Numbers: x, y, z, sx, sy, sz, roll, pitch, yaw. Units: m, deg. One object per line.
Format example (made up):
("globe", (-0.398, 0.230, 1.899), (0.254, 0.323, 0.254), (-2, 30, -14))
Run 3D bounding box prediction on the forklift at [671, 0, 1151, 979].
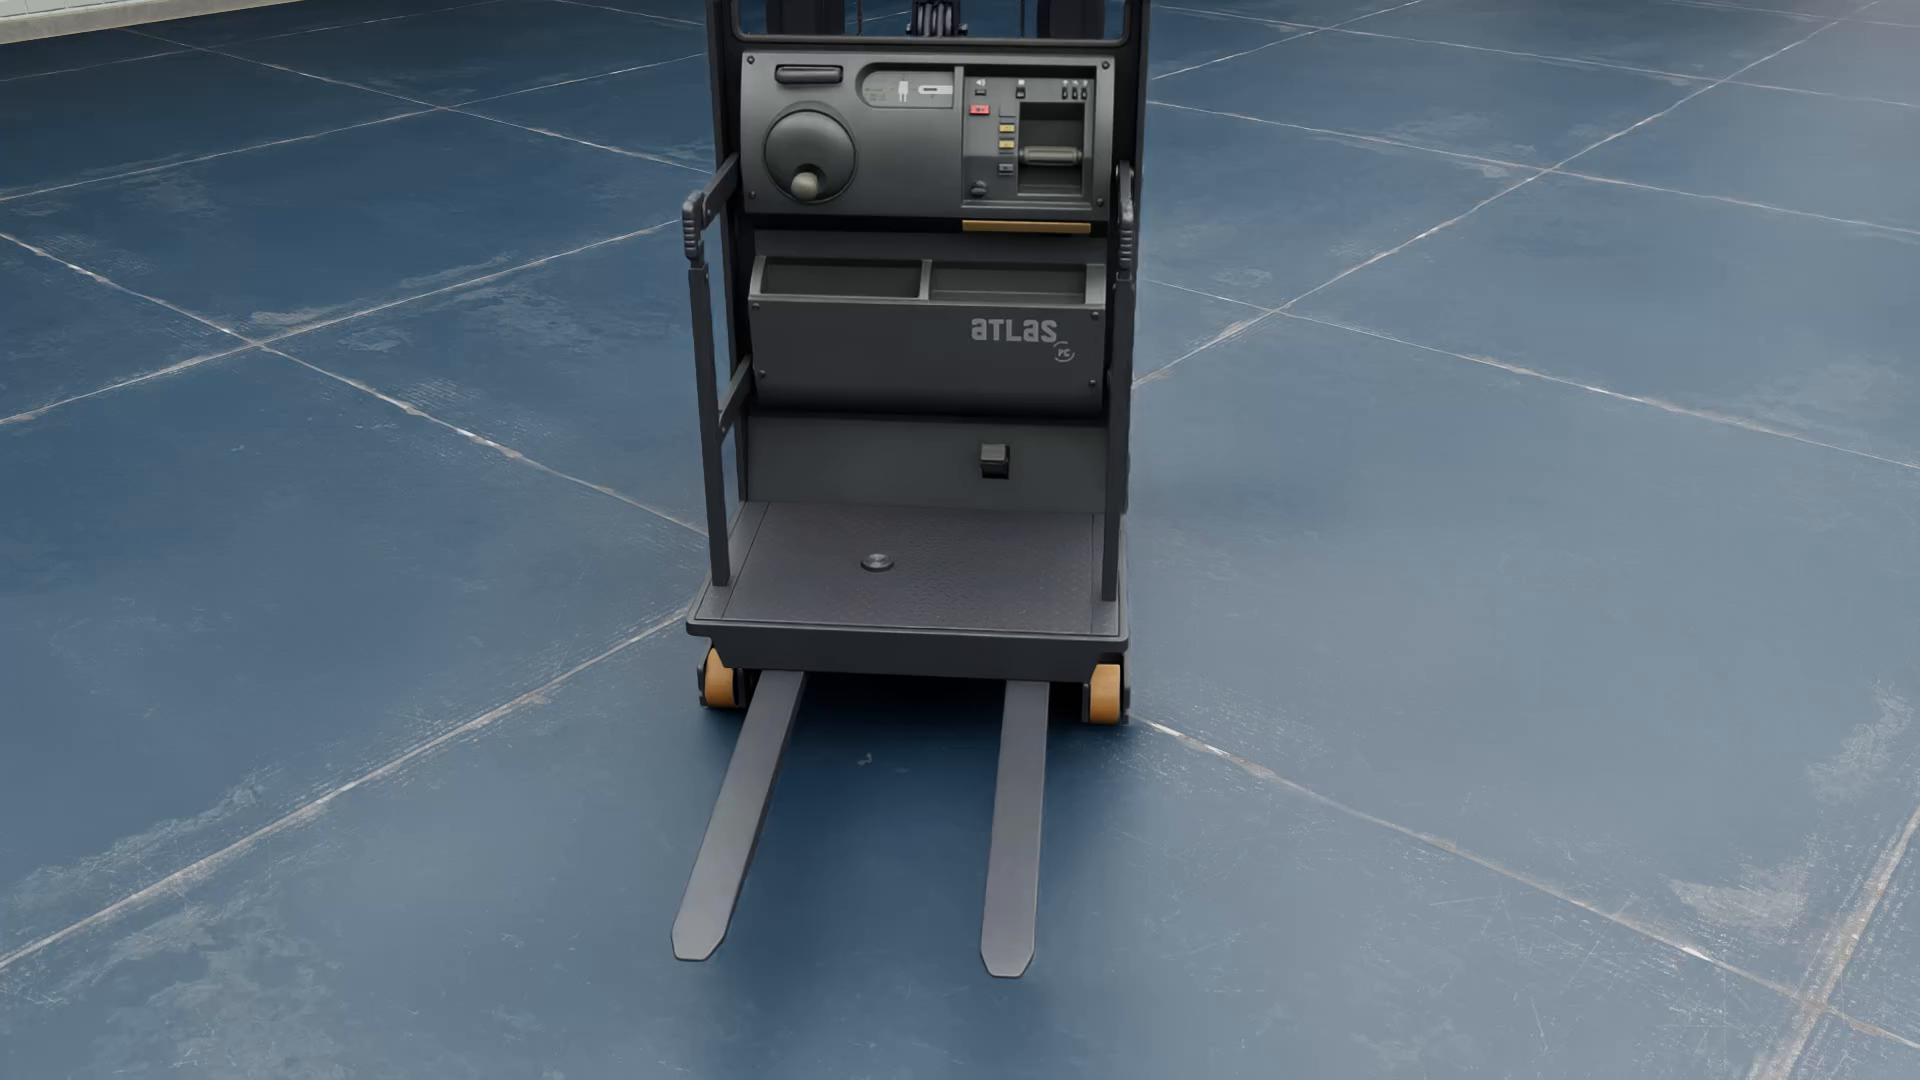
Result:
("forklift", (-0.098, -0.979, 3.952), (1.130, 2.935, 3.031), (2, 27, 4))
